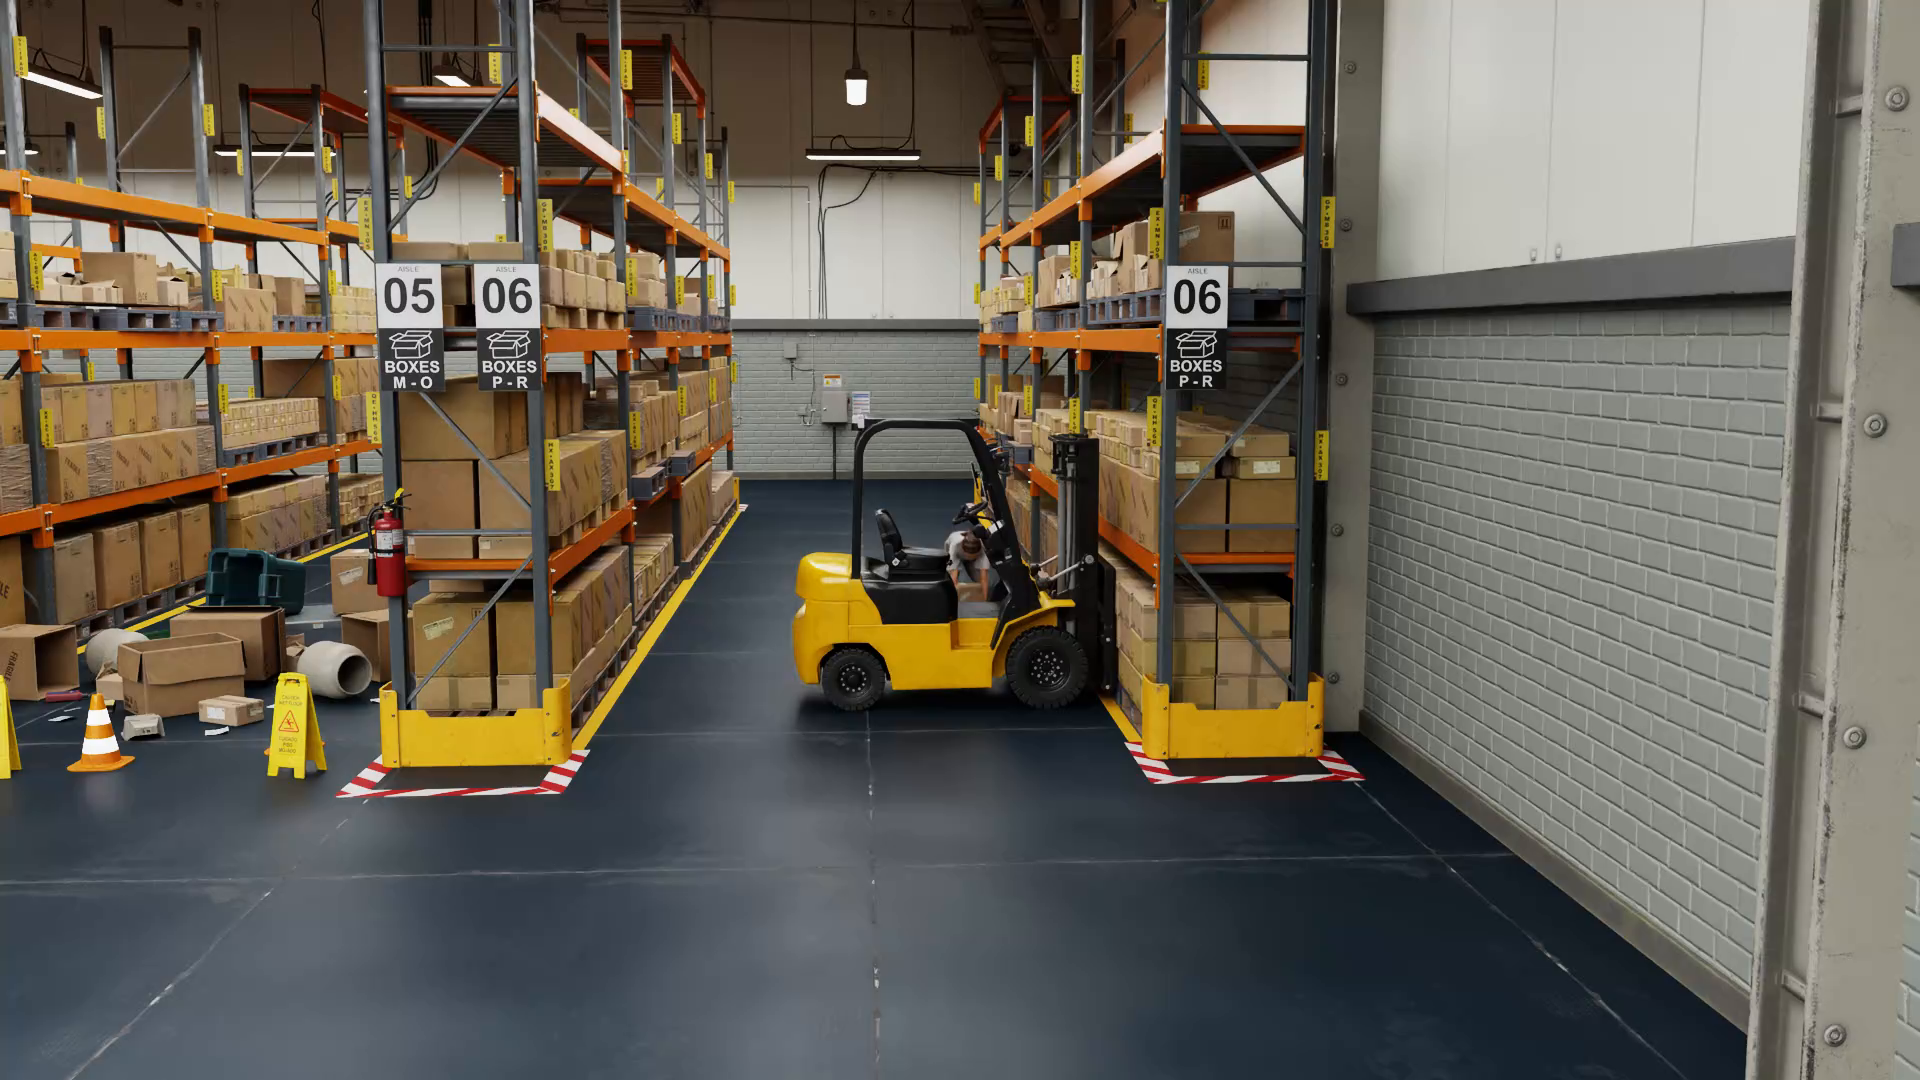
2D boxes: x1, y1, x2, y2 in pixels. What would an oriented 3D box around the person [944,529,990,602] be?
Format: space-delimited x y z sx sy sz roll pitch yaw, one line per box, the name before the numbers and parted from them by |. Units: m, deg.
person | 0.051 0.384 15.545 0.460 0.964 0.867 -1 7 -6
